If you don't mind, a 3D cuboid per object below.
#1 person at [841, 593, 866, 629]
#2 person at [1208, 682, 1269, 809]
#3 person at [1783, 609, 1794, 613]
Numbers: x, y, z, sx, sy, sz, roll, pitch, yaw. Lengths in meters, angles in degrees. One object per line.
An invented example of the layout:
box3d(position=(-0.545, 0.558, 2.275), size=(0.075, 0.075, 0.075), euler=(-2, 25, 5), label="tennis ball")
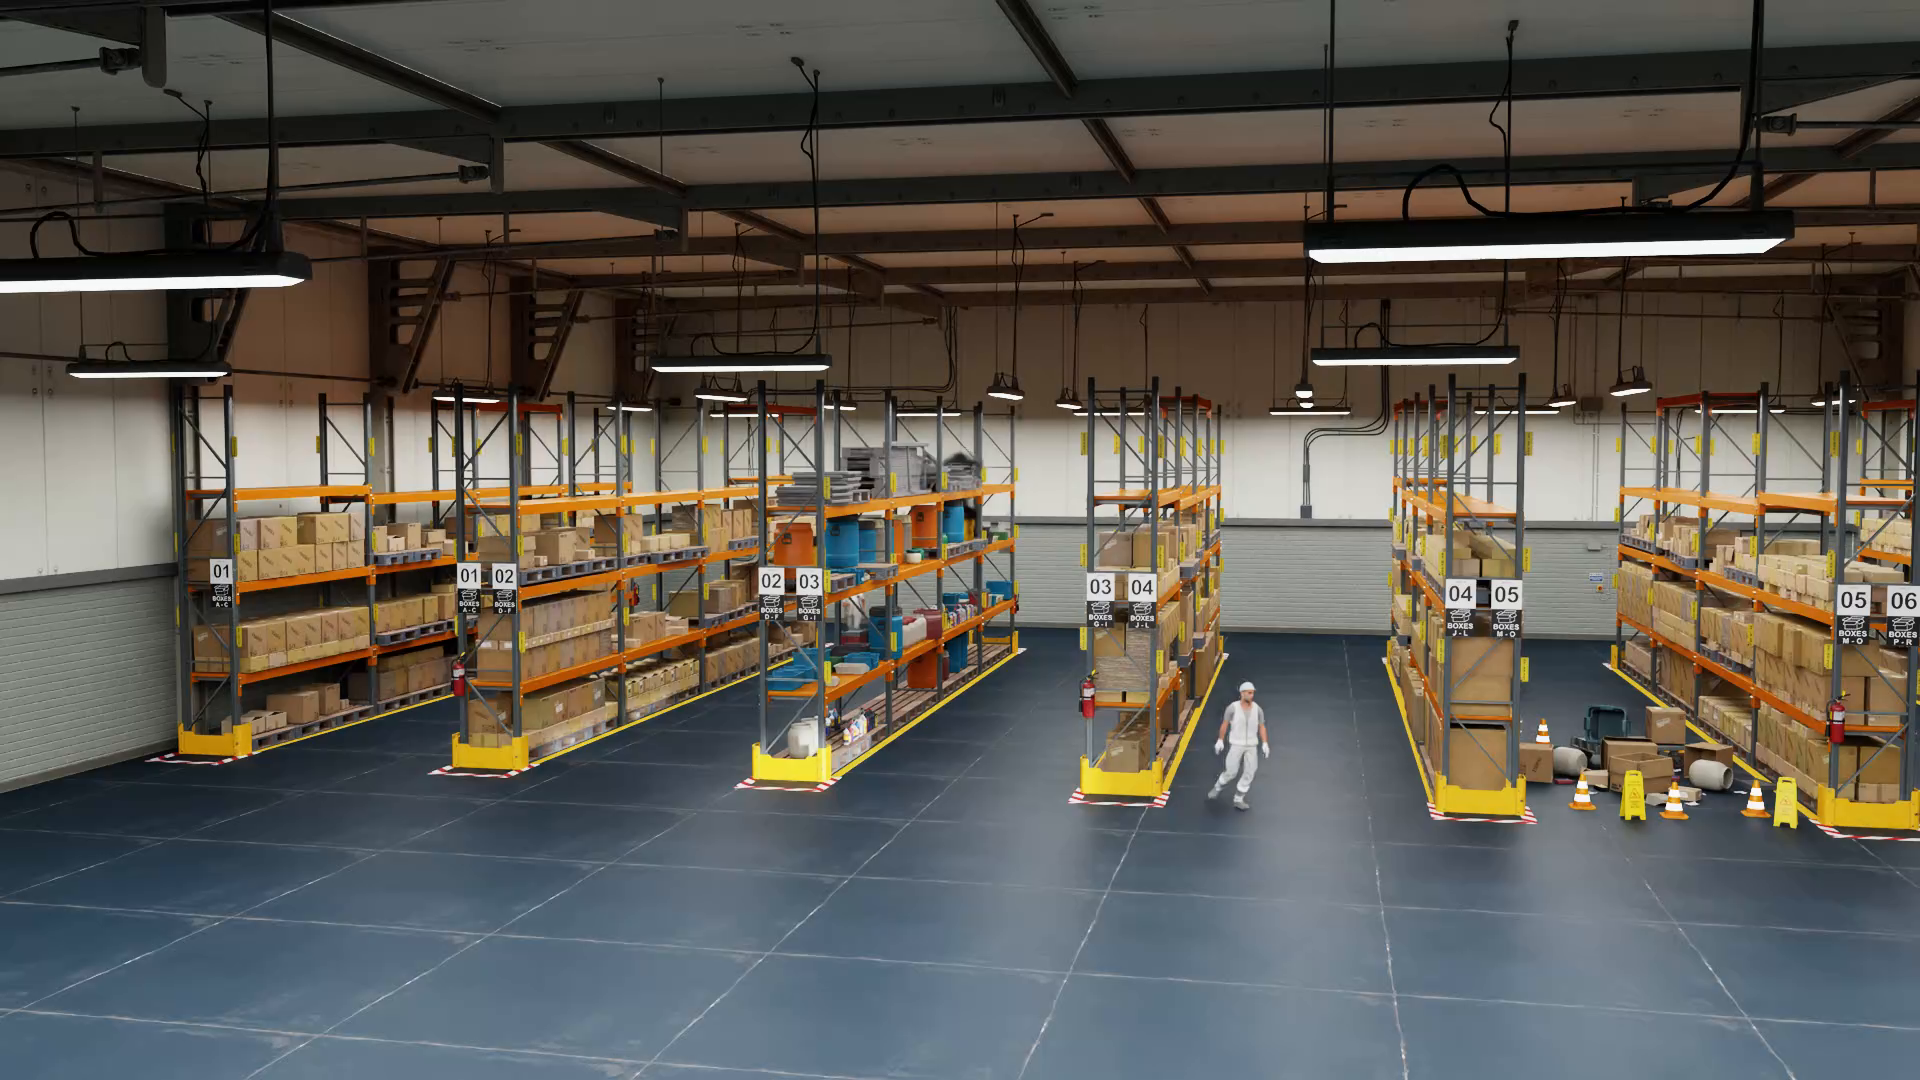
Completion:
box3d(position=(-2.643, 1.875, 41.063), size=(0.566, 1.723, 0.842), euler=(0, 3, 6), label="person")
box3d(position=(3.847, 2.833, 23.015), size=(0.762, 1.751, 0.590), euler=(-1, 3, -9), label="person")
box3d(position=(17.176, 2.224, 34.537), size=(0.591, 1.665, 0.870), euler=(0, 3, -7), label="person")
